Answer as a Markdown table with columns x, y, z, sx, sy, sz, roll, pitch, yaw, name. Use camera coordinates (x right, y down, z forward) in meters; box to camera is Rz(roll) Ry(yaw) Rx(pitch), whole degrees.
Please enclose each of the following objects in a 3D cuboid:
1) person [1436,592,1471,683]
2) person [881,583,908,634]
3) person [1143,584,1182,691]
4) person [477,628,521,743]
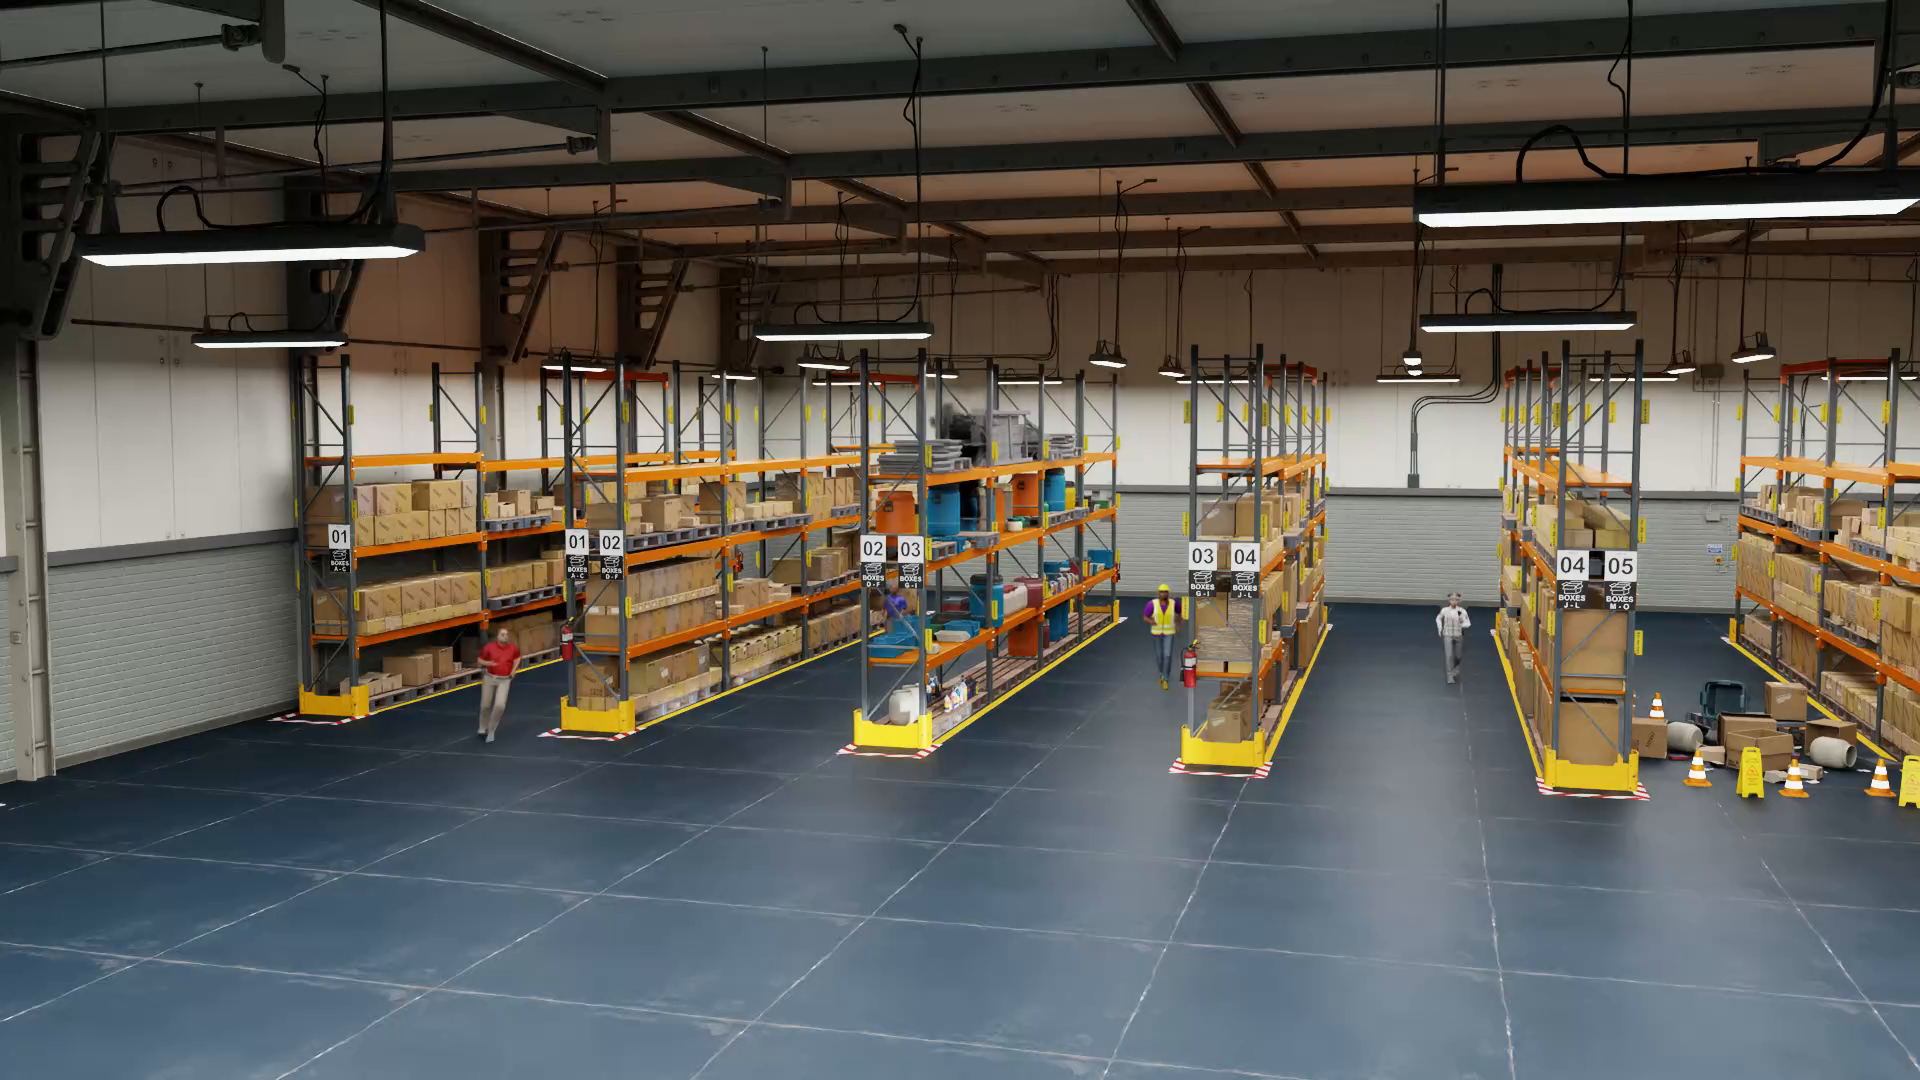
| x | y | z | sx | sy | sz | roll | pitch | yaw | name |
| --- | --- | --- | --- | --- | --- | --- | --- | --- | --- |
| 9.269 | 1.812 | 31.265 | 0.622 | 1.665 | 0.896 | 1 | 4 | 15 | person |
| -1.338 | 1.678 | 33.608 | 0.580 | 1.607 | 0.658 | 1 | 4 | 12 | person |
| 3.507 | 1.656 | 28.848 | 0.686 | 1.799 | 0.833 | 1 | 4 | 11 | person |
| -7.146 | 2.238 | 25.787 | 0.677 | 1.762 | 0.750 | -1 | 4 | -16 | person |
